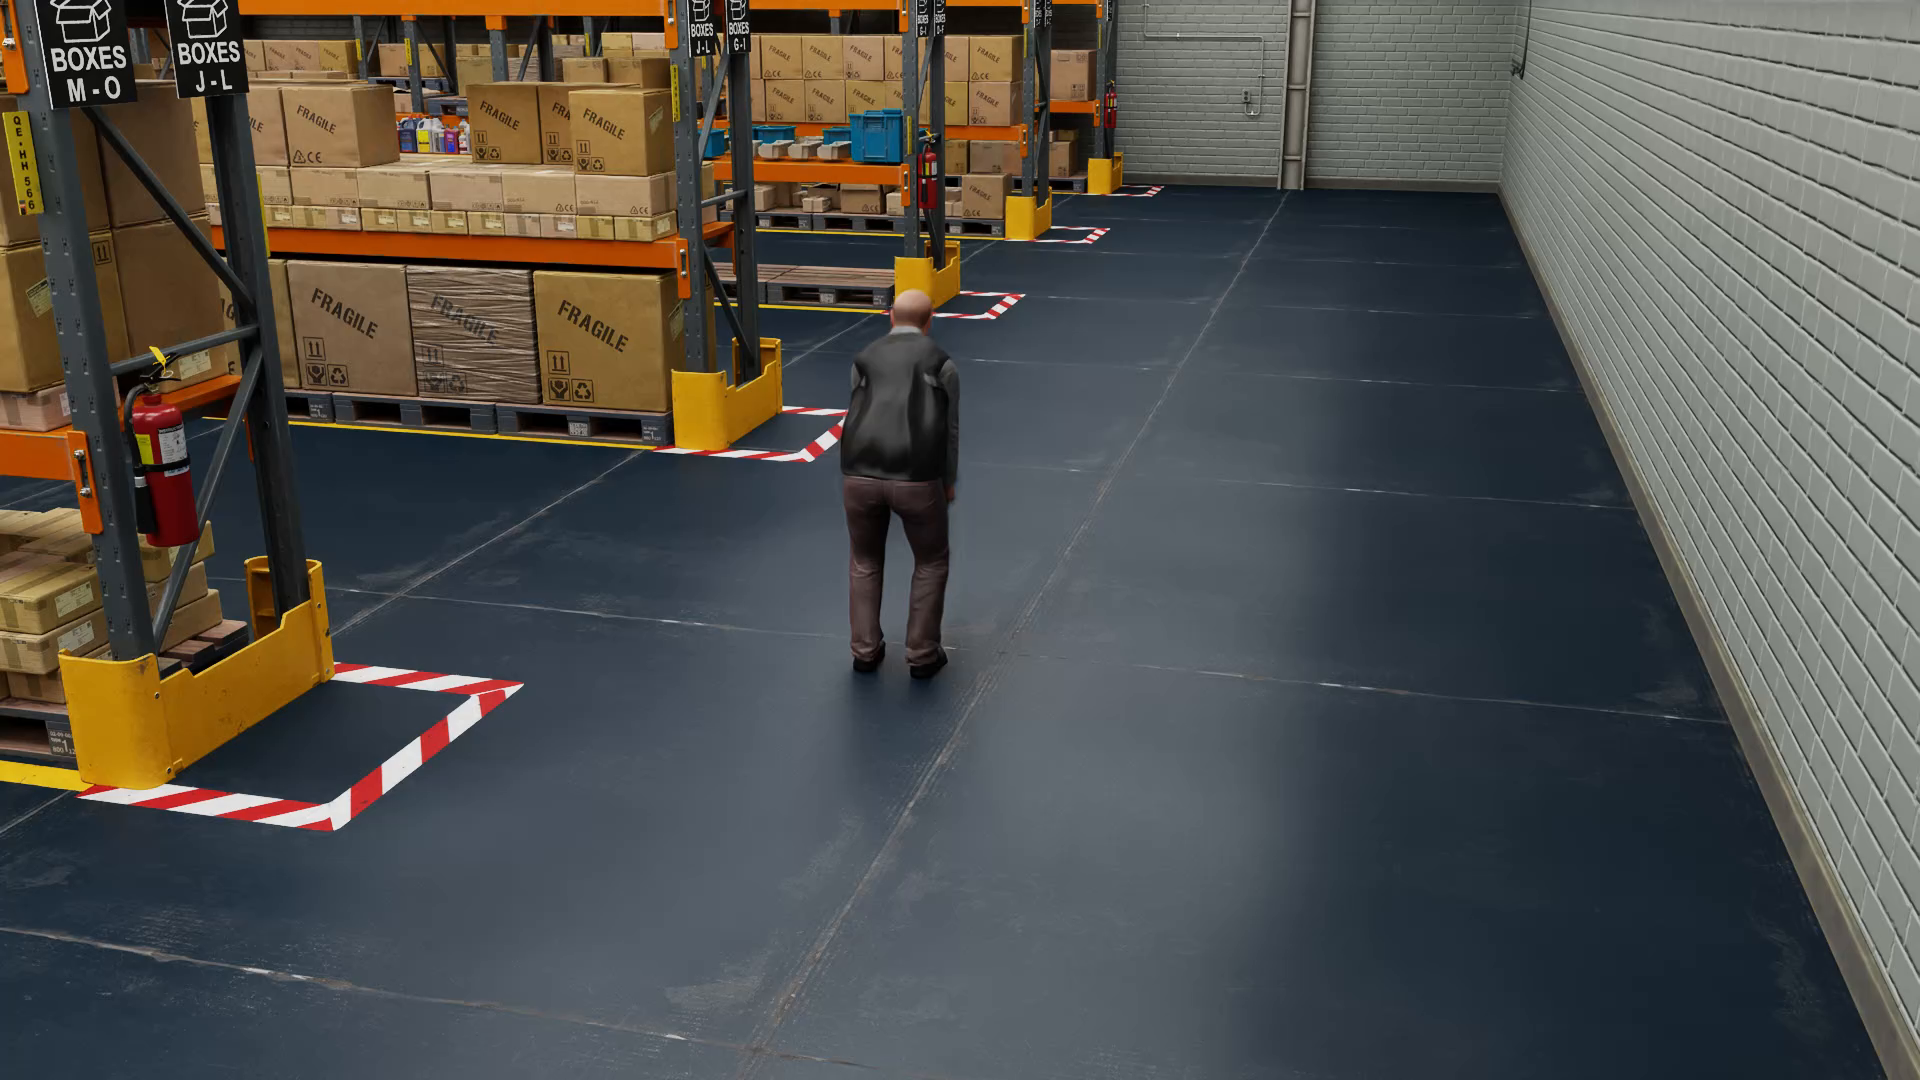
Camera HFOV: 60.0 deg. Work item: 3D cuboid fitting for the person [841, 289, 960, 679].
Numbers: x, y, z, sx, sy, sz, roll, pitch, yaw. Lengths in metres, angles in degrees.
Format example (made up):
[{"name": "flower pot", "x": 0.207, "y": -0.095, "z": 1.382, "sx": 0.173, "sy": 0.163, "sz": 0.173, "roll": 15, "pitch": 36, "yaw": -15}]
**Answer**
[{"name": "person", "x": -0.252, "y": -0.241, "z": 7.075, "sx": 0.472, "sy": 1.575, "sz": 0.700, "roll": 4, "pitch": 19, "yaw": 12}]
